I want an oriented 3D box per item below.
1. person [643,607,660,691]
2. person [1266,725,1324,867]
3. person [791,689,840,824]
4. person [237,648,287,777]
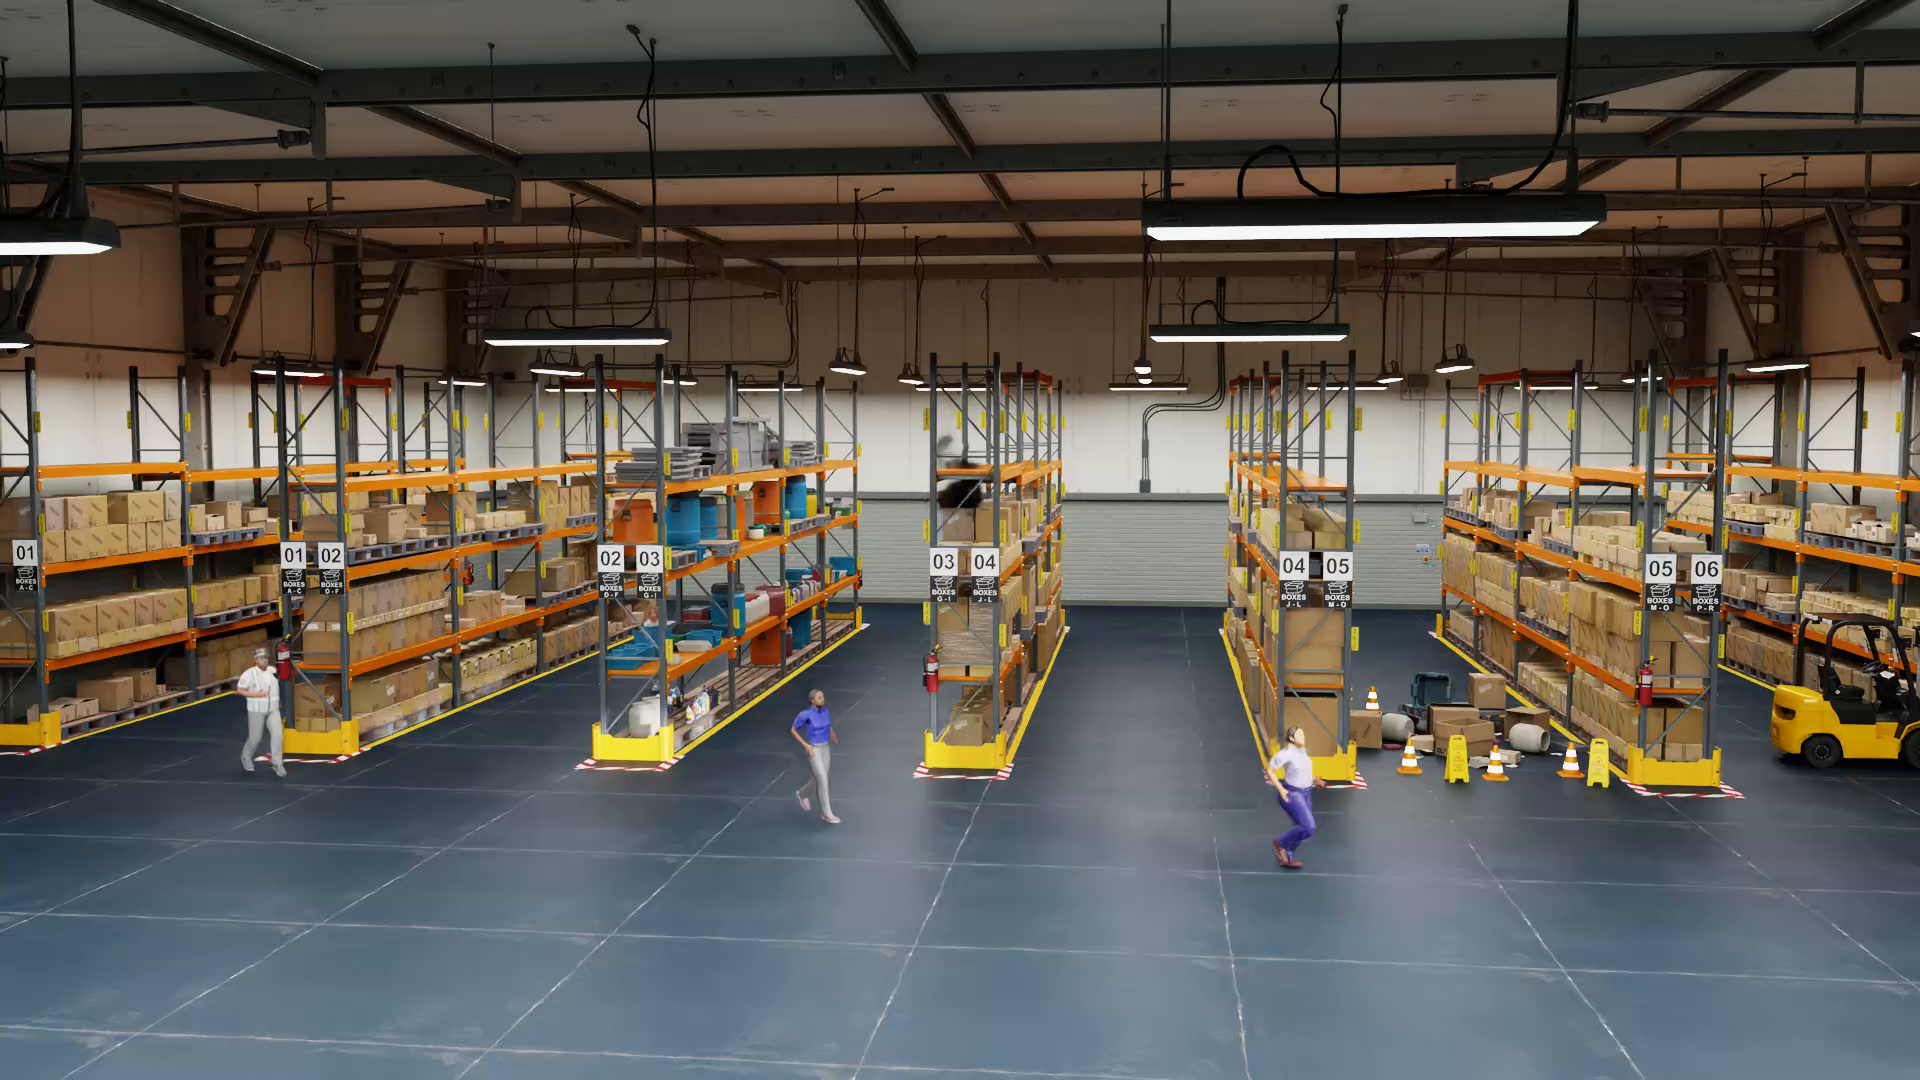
[{"bbox_3d":[-5.696,2.032,30.953,0.553,1.563,0.533,0,4,4],"label":"person"},{"bbox_3d":[3.796,2.878,18.604,0.559,1.599,0.593,3,5,39],"label":"person"},{"bbox_3d":[-1.820,2.700,20.931,0.808,1.637,0.583,3,5,38],"label":"person"},{"bbox_3d":[-9.920,2.431,23.648,0.871,1.809,0.667,4,6,43],"label":"person"}]
